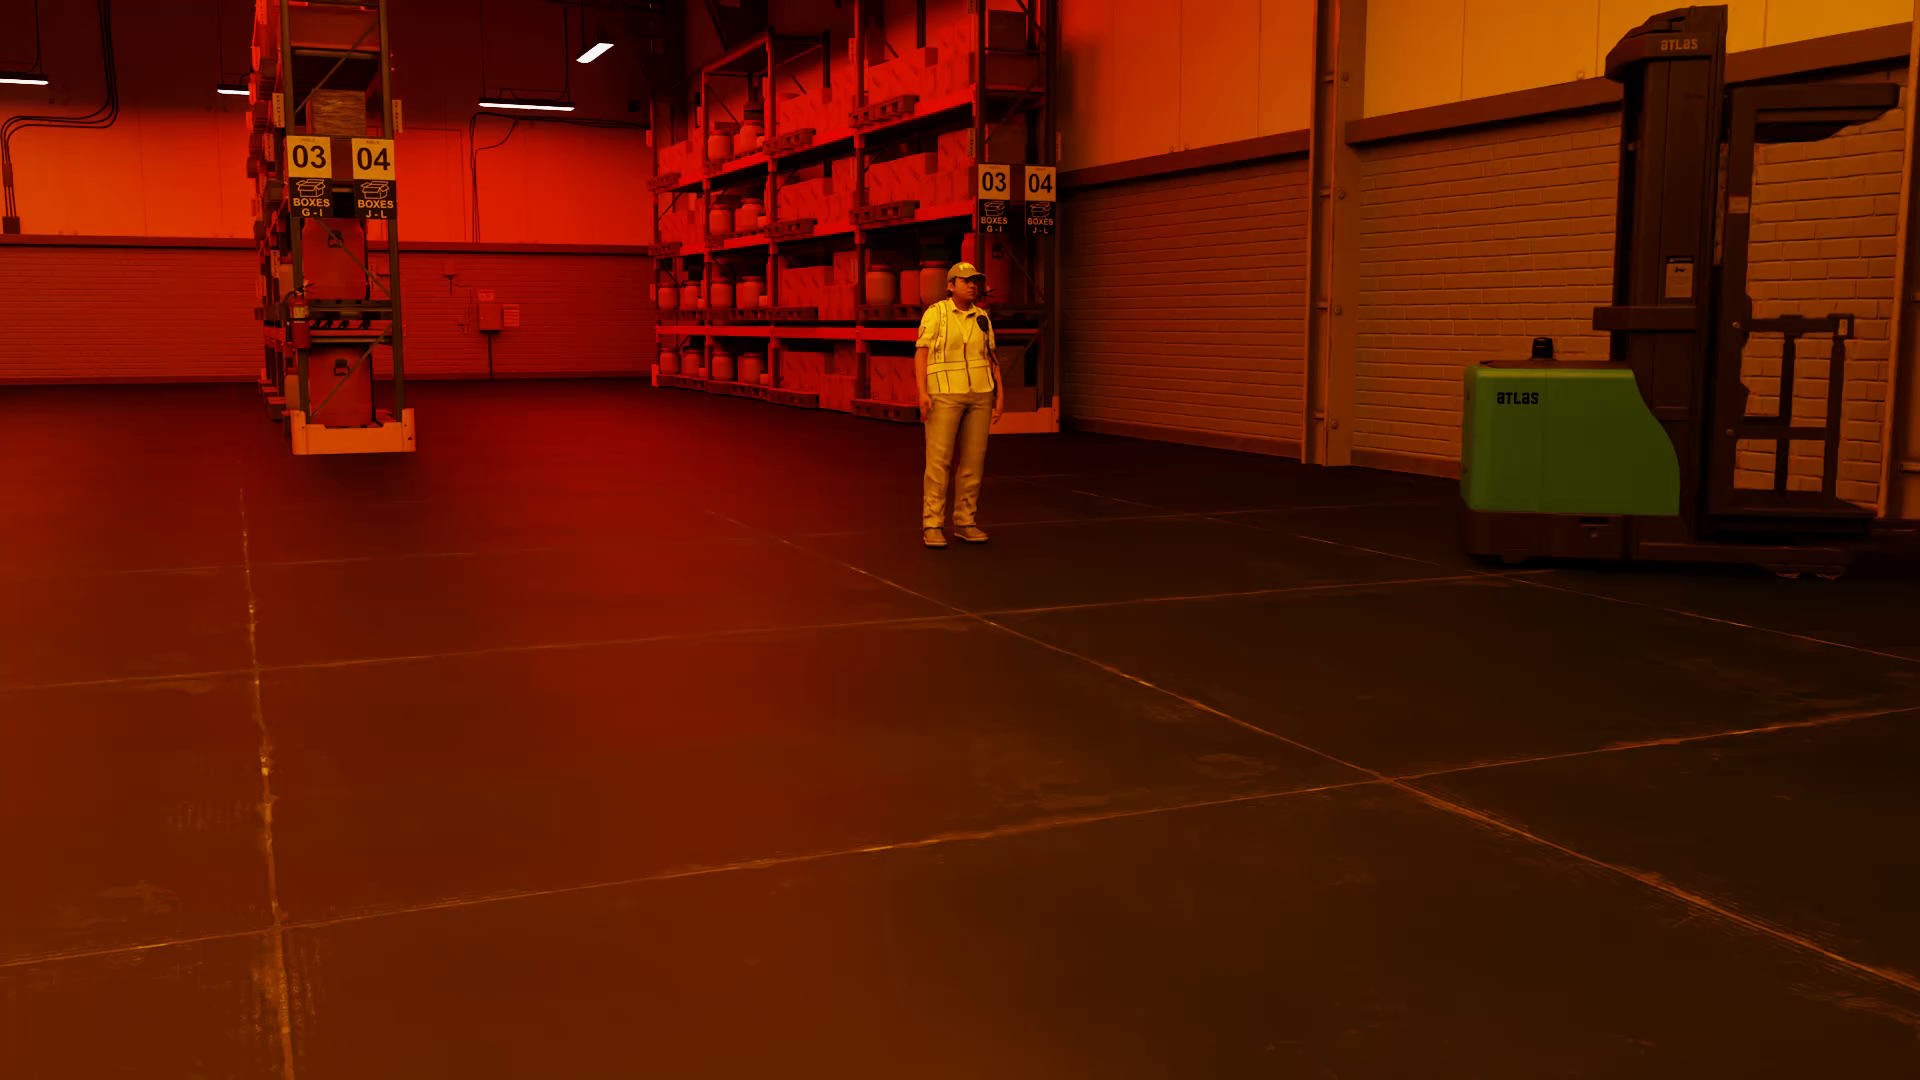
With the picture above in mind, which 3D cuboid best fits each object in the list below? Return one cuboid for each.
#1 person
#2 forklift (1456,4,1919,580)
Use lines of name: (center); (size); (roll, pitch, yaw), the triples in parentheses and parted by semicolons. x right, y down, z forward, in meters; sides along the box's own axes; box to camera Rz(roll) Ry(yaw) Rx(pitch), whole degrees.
person: (0.010, -0.824, 9.965); (0.598, 1.670, 0.529); (-3, 8, -23)
forklift: (4.337, -1.324, 8.983); (3.031, 2.935, 1.130); (2, 8, 13)
